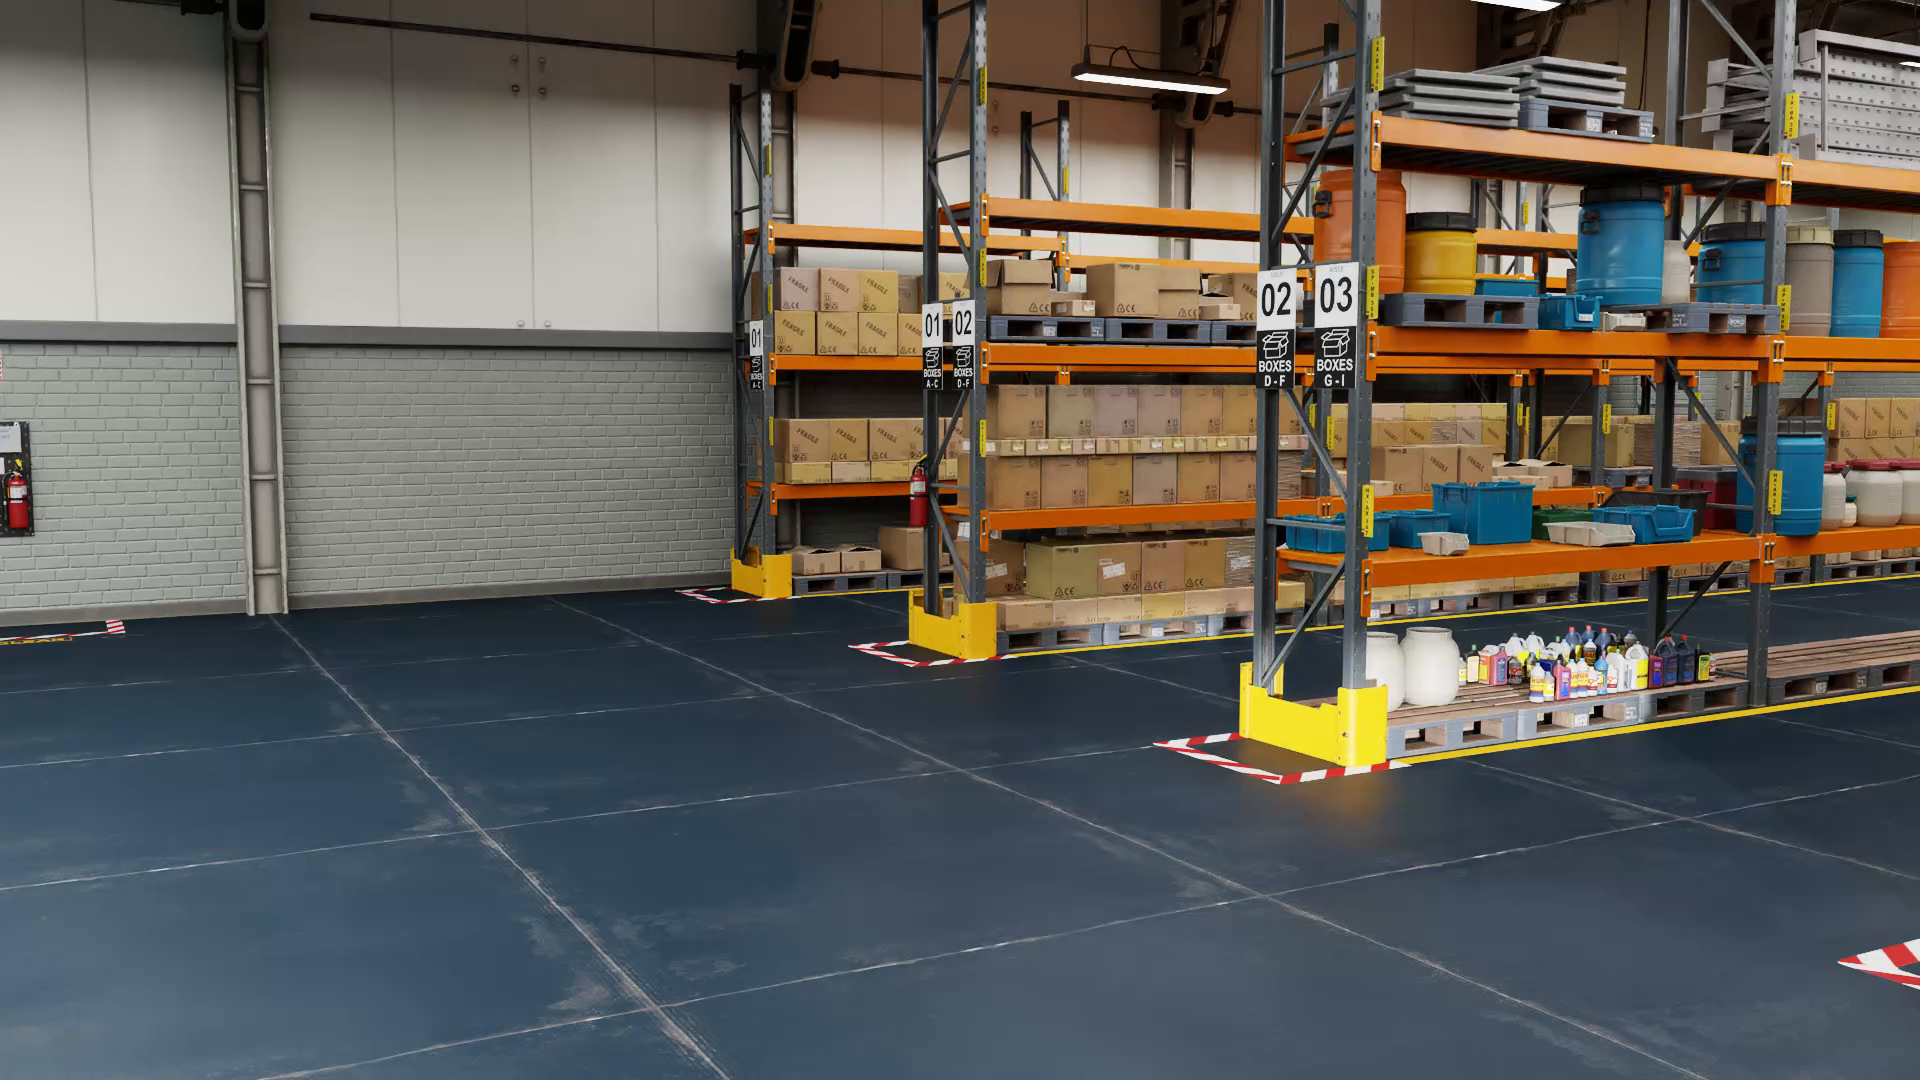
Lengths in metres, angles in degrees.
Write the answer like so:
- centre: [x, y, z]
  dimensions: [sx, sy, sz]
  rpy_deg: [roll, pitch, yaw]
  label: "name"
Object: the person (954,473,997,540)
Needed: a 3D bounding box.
- centre: [0.121, 0.019, 17.250]
  dimensions: [0.463, 1.667, 0.564]
  rpy_deg: [-3, 6, -33]
  label: "person"
